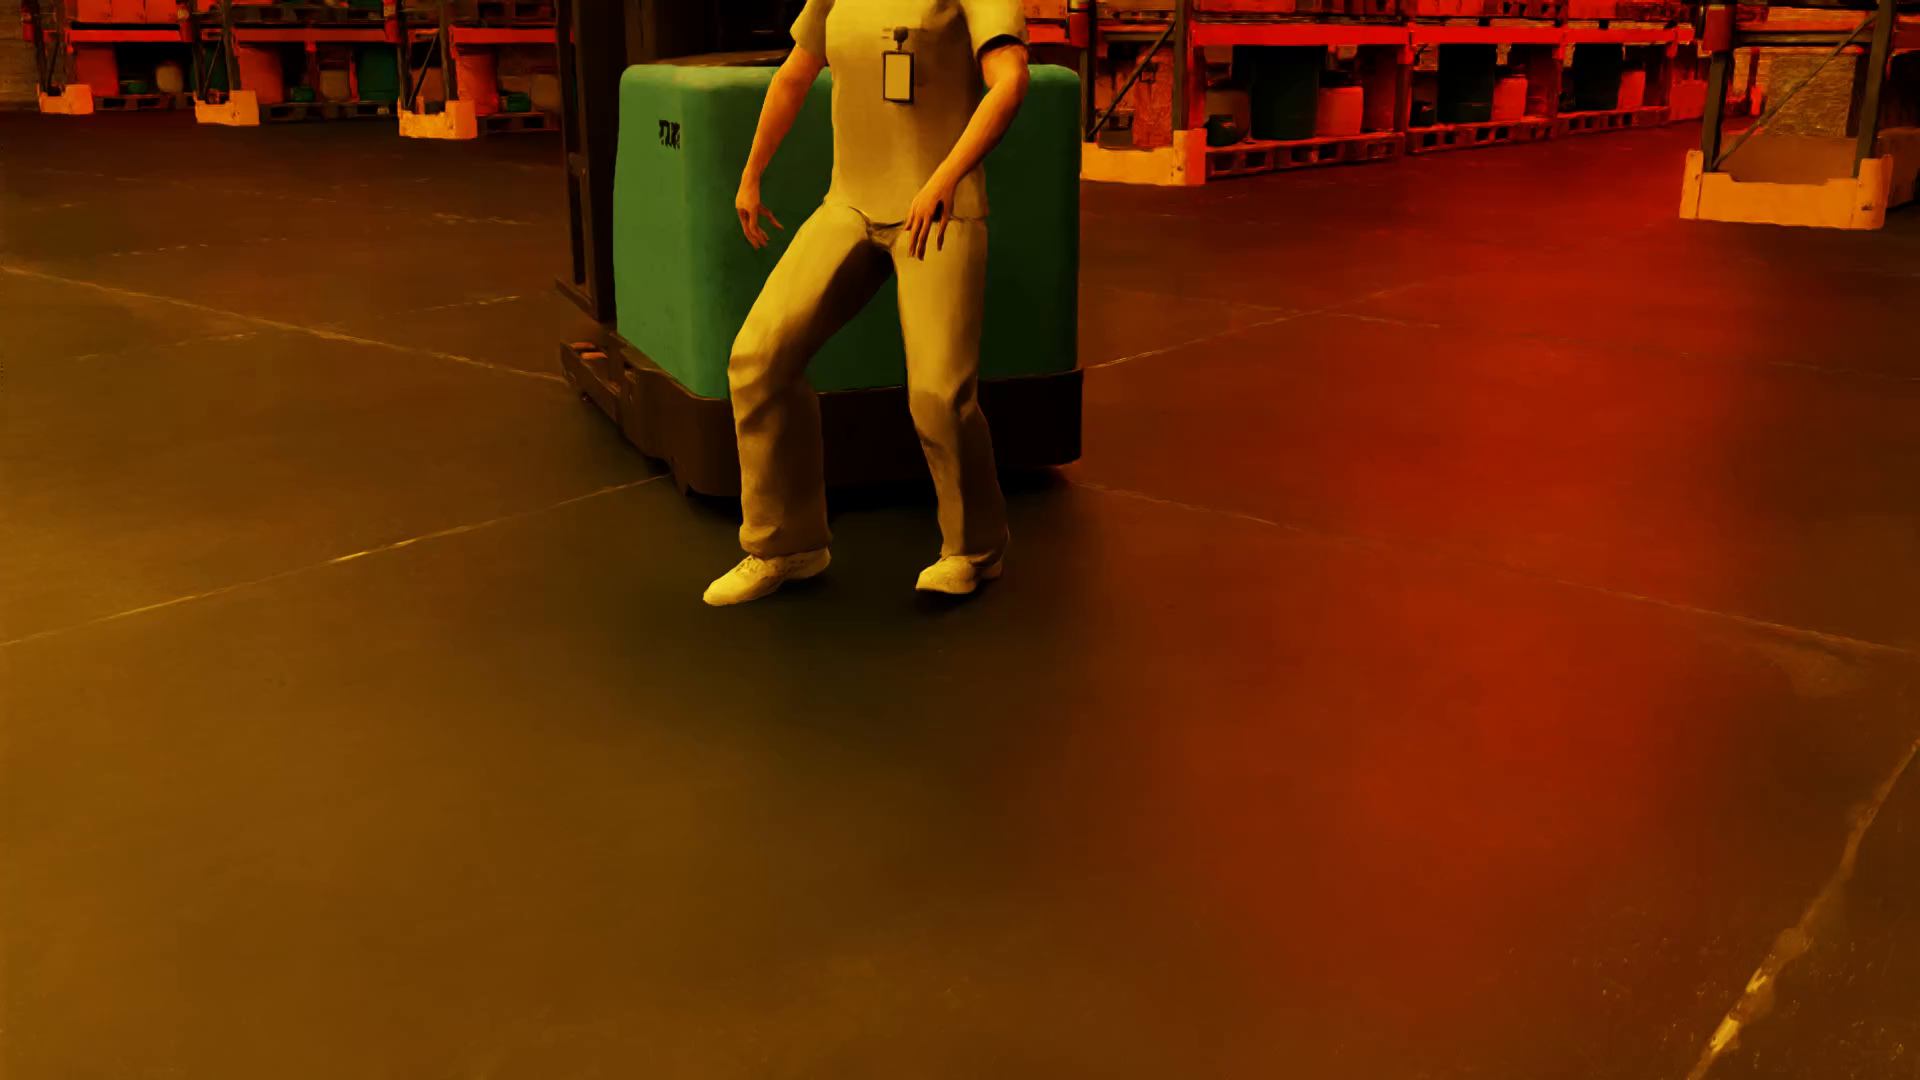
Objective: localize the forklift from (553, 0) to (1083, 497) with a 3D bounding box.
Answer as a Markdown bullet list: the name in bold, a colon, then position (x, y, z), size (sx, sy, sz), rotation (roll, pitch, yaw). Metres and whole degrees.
- **forklift**: position (-0.703, -1.893, 5.131), size (1.130, 2.935, 3.031), rotation (-7, 18, -21)

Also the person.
- **person**: position (-0.204, -0.645, 3.382), size (0.738, 1.600, 0.535), rotation (9, 19, 28)
